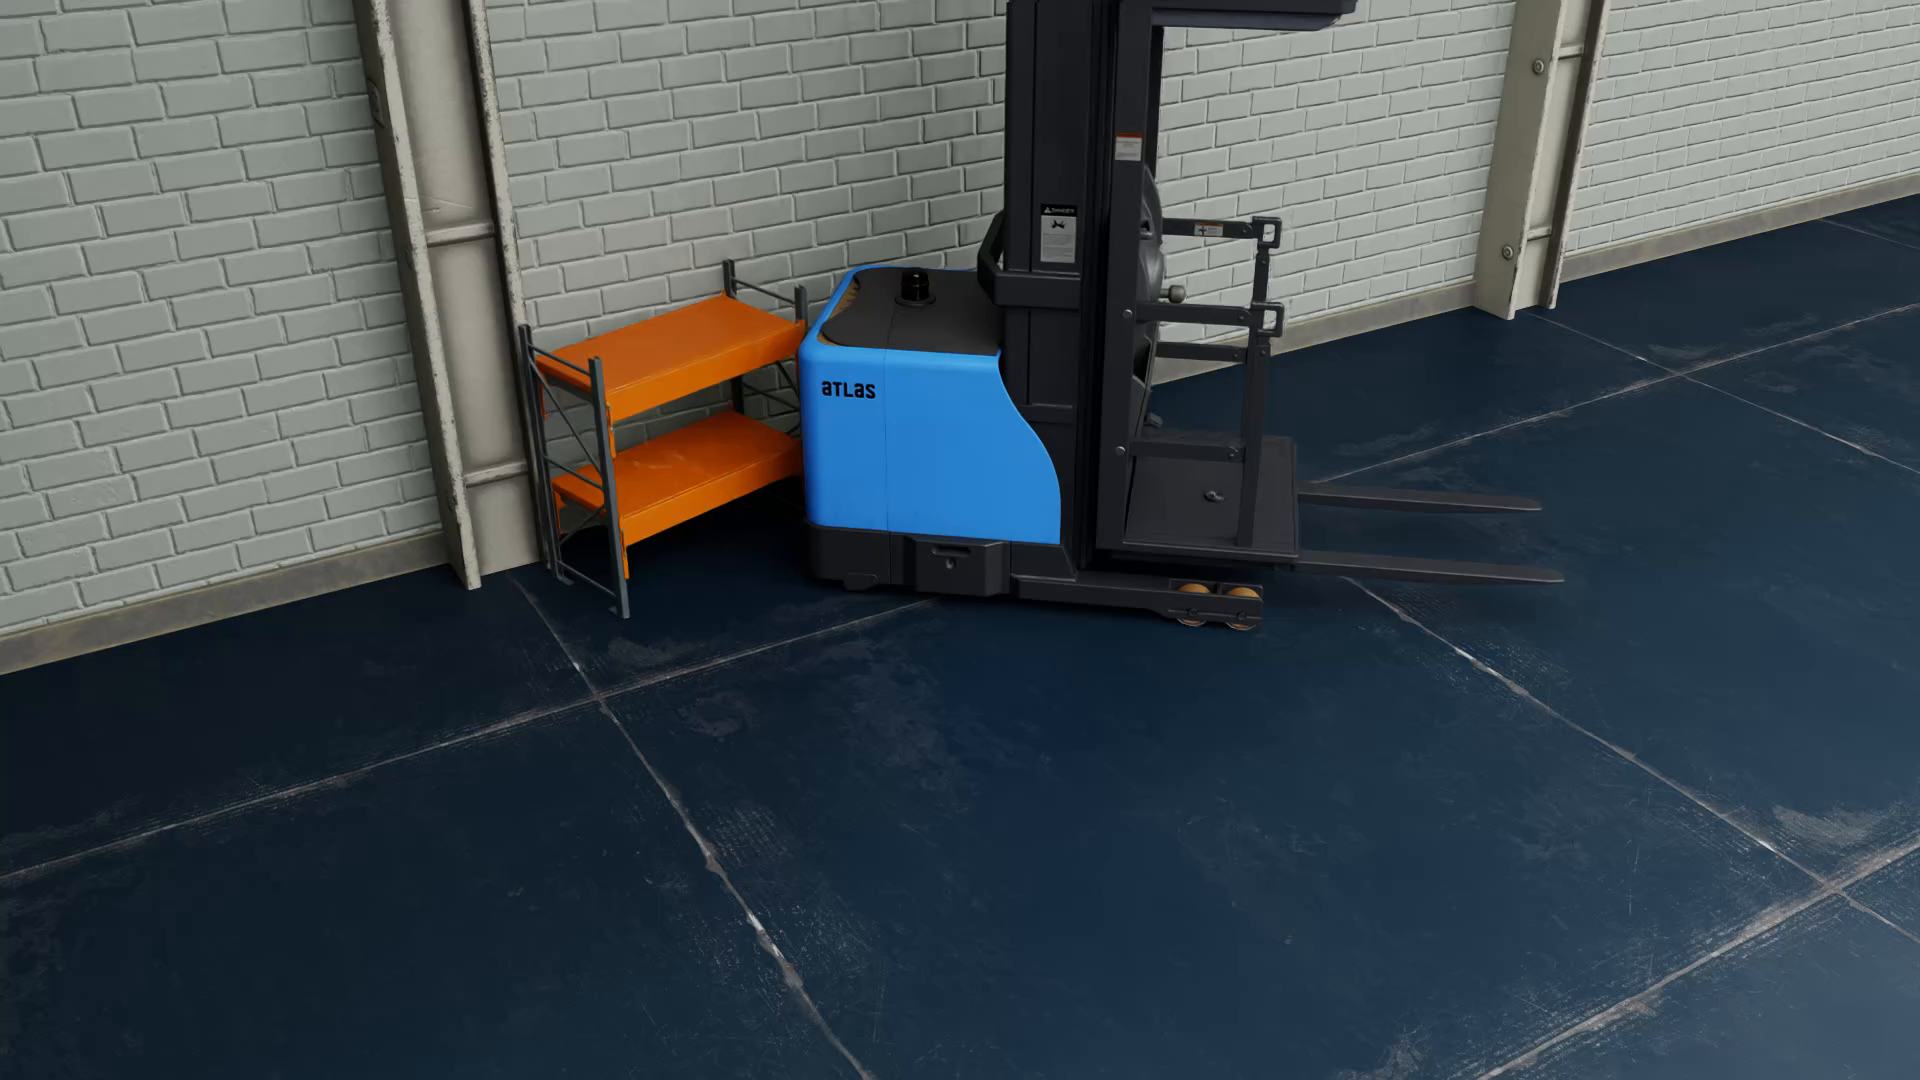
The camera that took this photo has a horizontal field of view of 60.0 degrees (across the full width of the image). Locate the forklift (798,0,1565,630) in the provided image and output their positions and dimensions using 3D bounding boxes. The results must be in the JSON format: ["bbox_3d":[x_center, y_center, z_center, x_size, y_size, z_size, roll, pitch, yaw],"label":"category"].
[{"bbox_3d":[0.921,-1.202,6.395,3.031,2.935,1.130,4,29,8],"label":"forklift"}]

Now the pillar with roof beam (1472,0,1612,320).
[{"bbox_3d":[5.413,-3.520,4.315,0.400,9.000,9.100,-16,33,-26],"label":"pillar with roof beam"}]

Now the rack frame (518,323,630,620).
[{"bbox_3d":[-1.516,-0.259,6.551,0.500,1.125,0.032,25,38,37],"label":"rack frame"}]

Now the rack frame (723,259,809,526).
[{"bbox_3d":[-0.818,-0.619,7.197,0.500,1.125,0.032,25,38,37],"label":"rack frame"}]

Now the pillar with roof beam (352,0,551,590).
[{"bbox_3d":[0.240,-2.051,1.654,0.400,9.000,9.100,-16,33,-26],"label":"pillar with roof beam"}]

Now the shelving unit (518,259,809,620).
[{"bbox_3d":[-1.167,-0.439,6.874,0.538,1.125,1.048,25,38,37],"label":"shelving unit"}]

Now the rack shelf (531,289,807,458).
[{"bbox_3d":[-1.167,-0.694,6.731,0.538,0.278,1.000,25,38,37],"label":"rack shelf"}]

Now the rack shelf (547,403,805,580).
[{"bbox_3d":[-1.168,-0.226,6.993,0.538,0.278,1.000,25,38,37],"label":"rack shelf"}]
